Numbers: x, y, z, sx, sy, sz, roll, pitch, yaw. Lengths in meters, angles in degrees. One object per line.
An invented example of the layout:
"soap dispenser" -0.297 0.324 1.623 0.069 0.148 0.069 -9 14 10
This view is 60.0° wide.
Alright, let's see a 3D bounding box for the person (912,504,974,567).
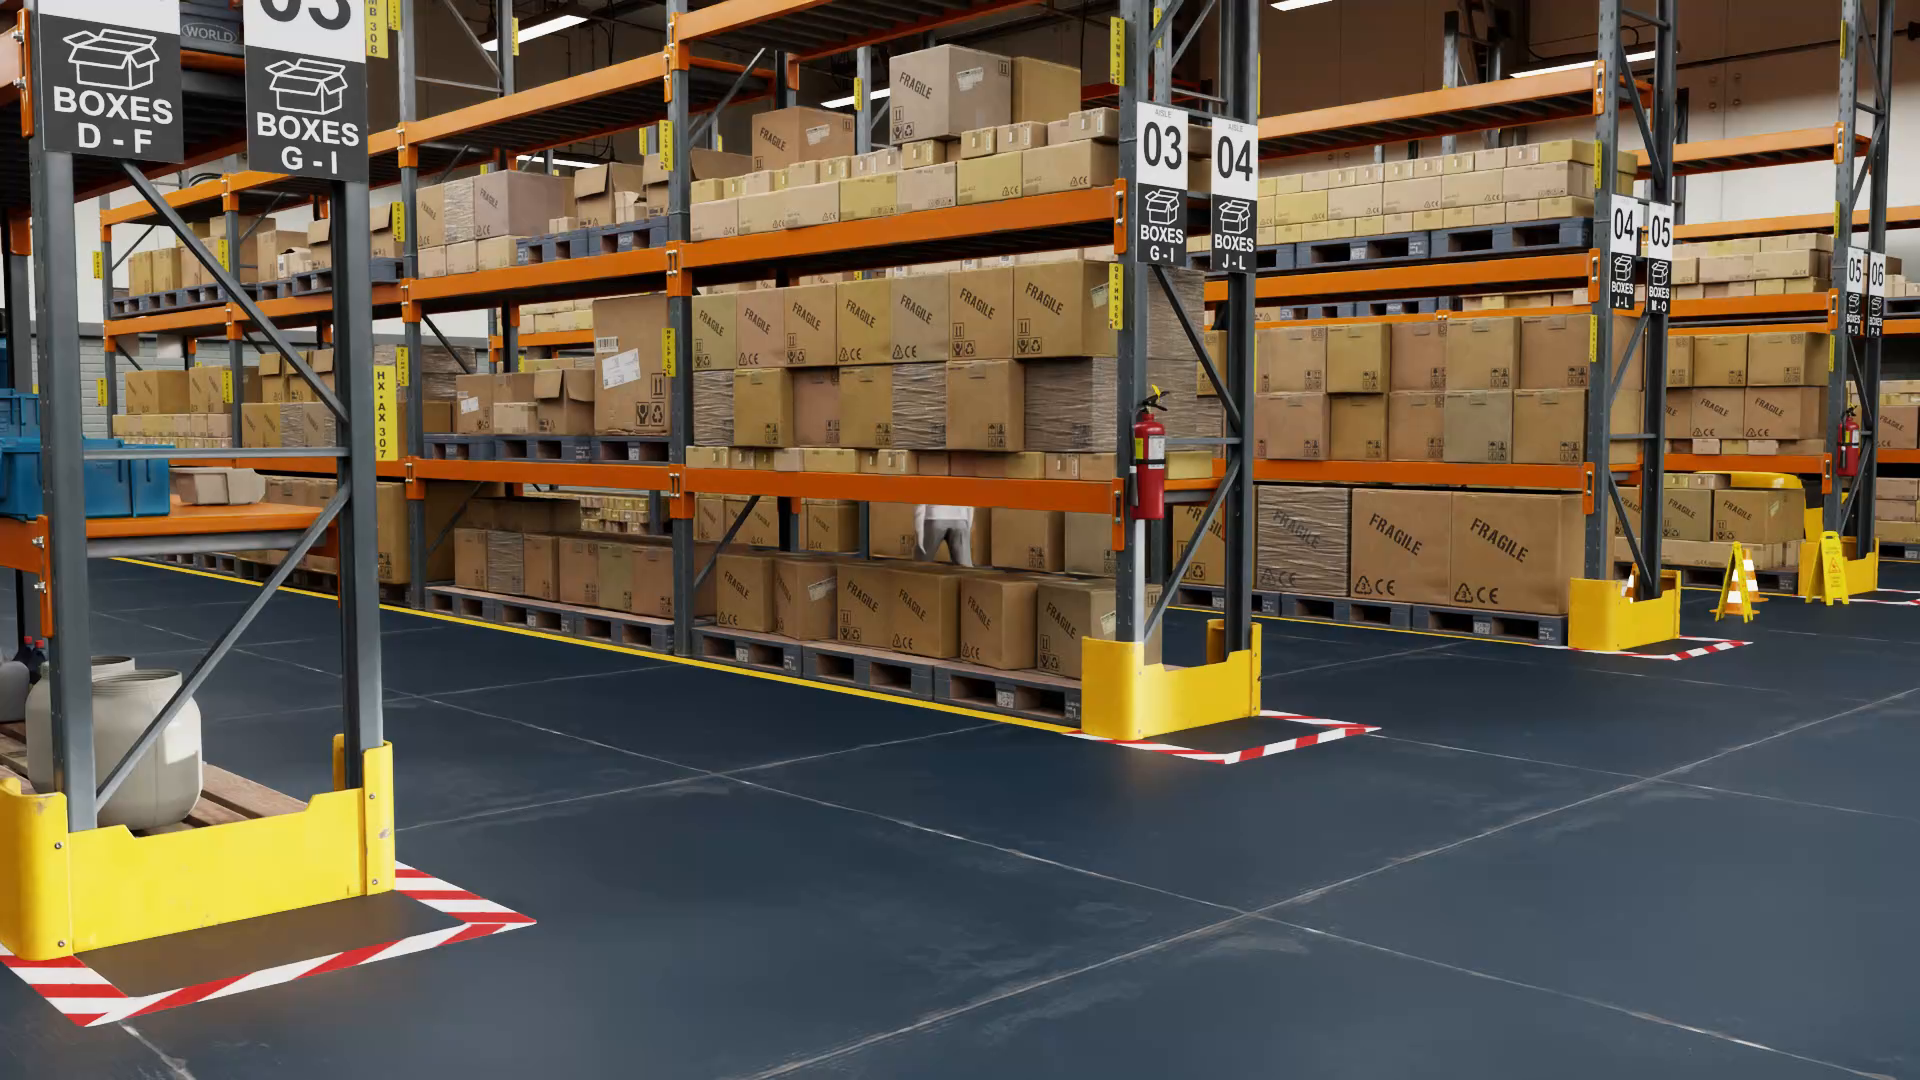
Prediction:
"person" -0.127 -0.096 12.309 0.525 1.627 0.919 -1 4 -17
